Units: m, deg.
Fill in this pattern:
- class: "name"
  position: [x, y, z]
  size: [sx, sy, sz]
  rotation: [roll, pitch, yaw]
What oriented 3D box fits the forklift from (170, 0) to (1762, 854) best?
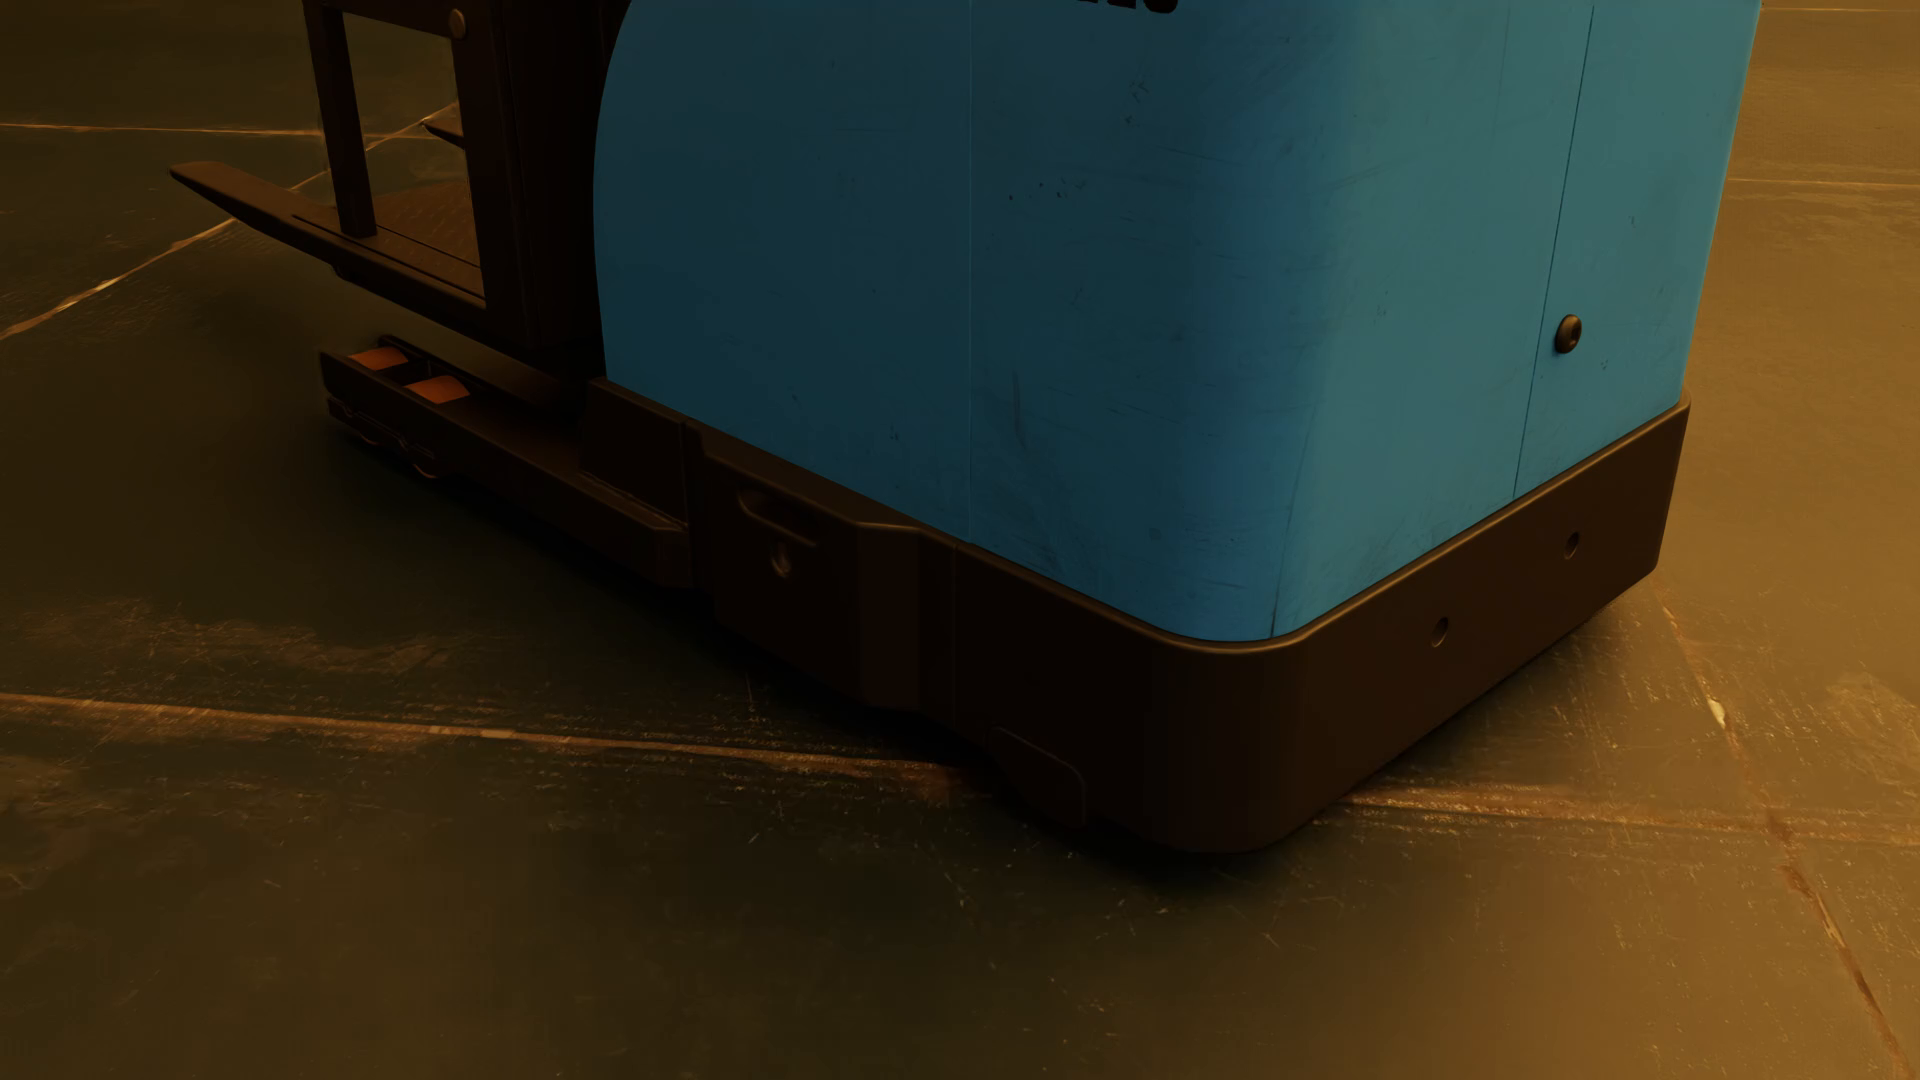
- class: "forklift"
  position: [-0.429, -1.552, 2.328]
  size: [1.130, 2.935, 3.031]
  rotation: [-24, 35, -39]
